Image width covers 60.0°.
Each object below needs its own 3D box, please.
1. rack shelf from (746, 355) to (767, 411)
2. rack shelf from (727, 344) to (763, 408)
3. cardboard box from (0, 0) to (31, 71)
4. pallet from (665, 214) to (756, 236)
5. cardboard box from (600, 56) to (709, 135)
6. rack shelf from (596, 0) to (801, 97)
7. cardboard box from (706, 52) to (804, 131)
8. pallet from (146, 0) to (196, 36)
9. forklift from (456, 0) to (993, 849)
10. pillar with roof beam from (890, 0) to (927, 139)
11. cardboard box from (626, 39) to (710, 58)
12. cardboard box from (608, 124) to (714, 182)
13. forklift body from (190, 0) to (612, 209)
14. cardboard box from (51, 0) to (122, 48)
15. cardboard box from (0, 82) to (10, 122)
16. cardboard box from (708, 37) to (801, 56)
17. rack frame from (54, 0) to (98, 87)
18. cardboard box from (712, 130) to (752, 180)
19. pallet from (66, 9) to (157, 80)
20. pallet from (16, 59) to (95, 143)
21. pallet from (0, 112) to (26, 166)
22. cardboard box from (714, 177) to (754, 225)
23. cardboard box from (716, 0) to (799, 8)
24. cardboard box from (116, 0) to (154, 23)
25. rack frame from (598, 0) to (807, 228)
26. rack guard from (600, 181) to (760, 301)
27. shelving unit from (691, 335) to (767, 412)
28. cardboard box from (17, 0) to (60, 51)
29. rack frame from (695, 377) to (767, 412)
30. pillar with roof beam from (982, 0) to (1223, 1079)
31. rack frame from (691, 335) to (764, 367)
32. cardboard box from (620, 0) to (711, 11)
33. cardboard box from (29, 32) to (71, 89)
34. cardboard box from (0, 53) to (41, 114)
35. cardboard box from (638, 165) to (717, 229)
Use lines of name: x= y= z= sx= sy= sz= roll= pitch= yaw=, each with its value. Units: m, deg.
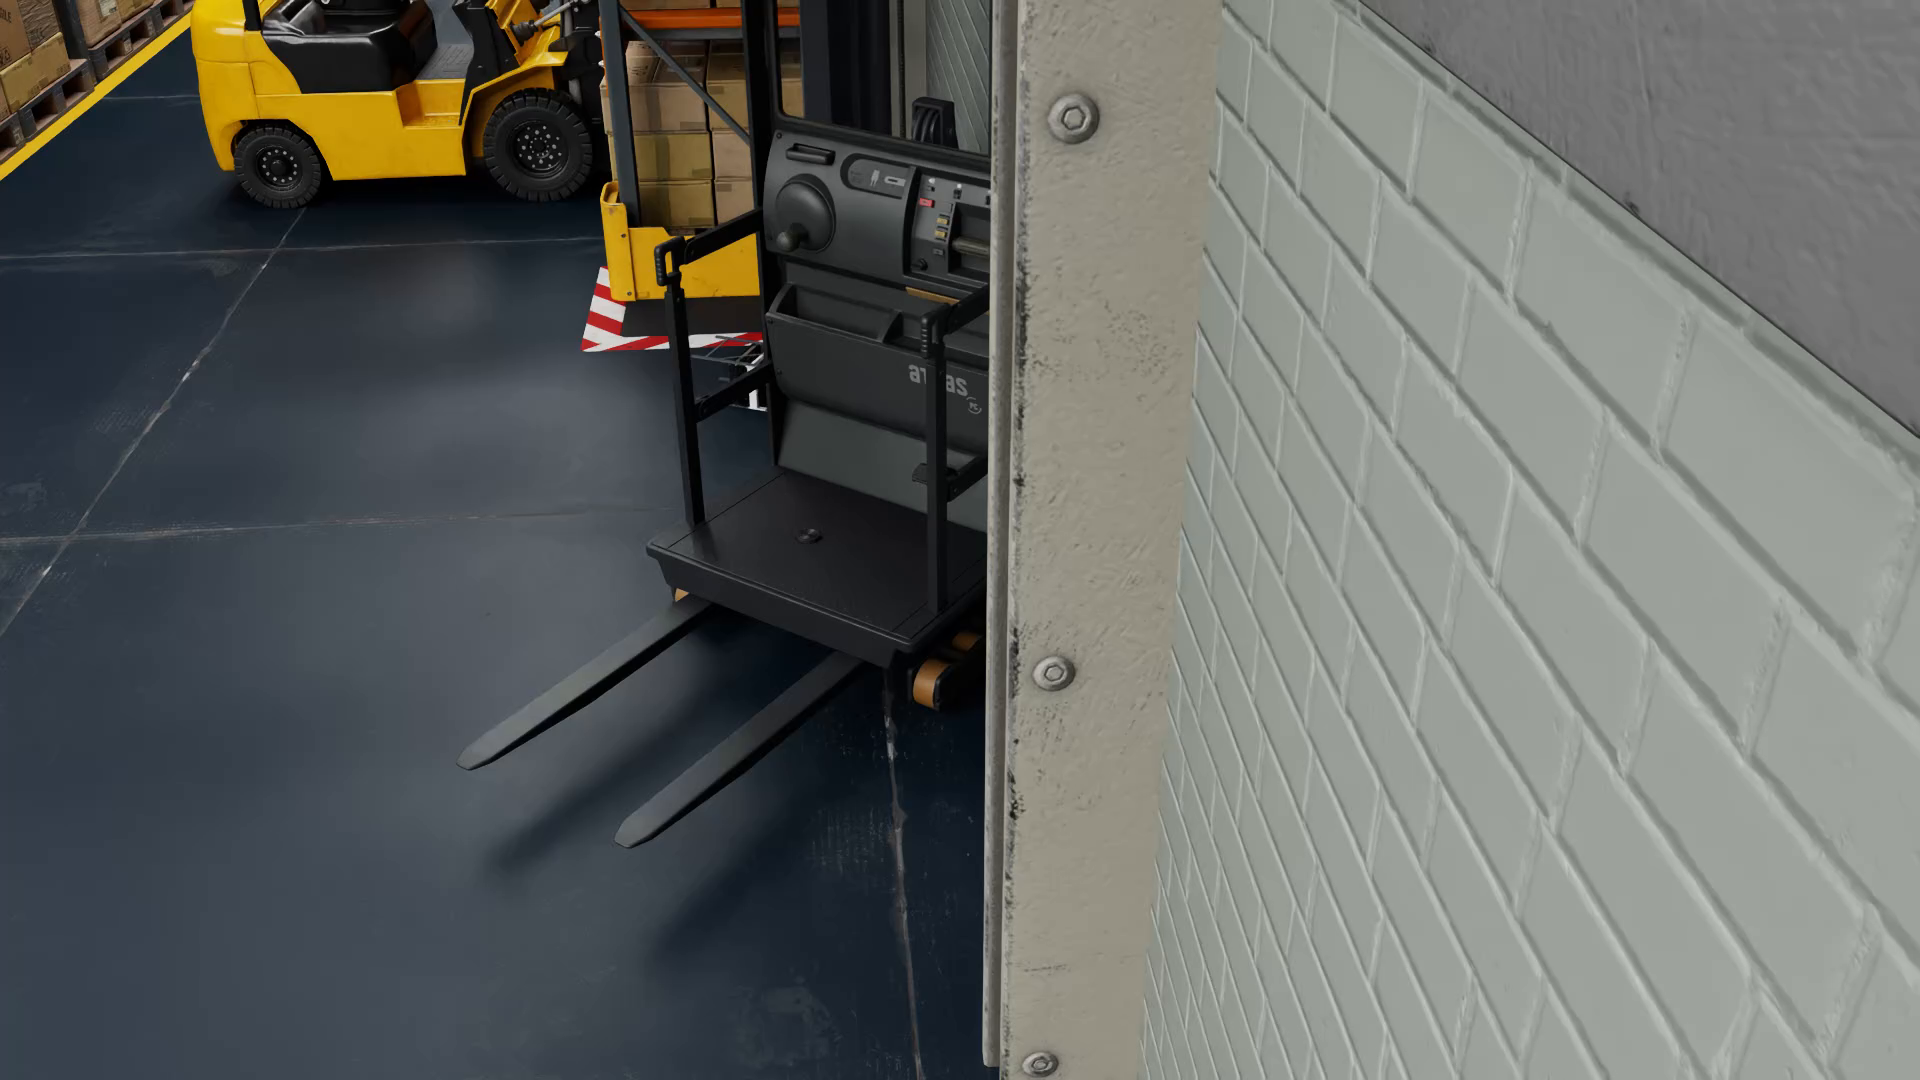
rack shelf: x=-0.834 y=-0.708 z=7.225 sx=0.077 sy=0.200 sz=0.258 roll=10 pitch=32 yaw=18
rack shelf: x=-0.919 y=-0.723 z=7.253 sx=0.077 sy=0.200 sz=0.258 roll=10 pitch=32 yaw=18
cardboard box: x=-6.109 y=-3.170 z=10.172 sx=0.500 sy=0.500 sz=0.500 roll=-2 pitch=31 yaw=-4
pallet: x=-1.279 y=-1.786 z=9.034 sx=1.003 sy=0.211 sz=1.213 roll=-3 pitch=31 yaw=-5
cardboard box: x=-1.519 y=-2.244 z=8.378 sx=0.500 sy=0.250 sz=0.500 roll=-2 pitch=31 yaw=-3
rack shelf: x=-1.352 y=-3.307 z=9.562 sx=1.077 sy=0.370 sz=4.000 roll=-3 pitch=31 yaw=-5
cardboard box: x=-1.022 y=-2.278 z=8.435 sx=0.500 sy=0.250 sz=0.500 roll=-3 pitch=31 yaw=-5
pallet: x=-6.672 y=-4.221 z=13.112 sx=1.003 sy=0.211 sz=1.213 roll=-3 pitch=31 yaw=-5
forklift: x=-0.340 y=-0.989 z=5.048 sx=1.130 sy=2.935 sz=3.031 roll=18 pitch=35 yaw=28
pillar with roof beam: x=-4.619 y=-5.362 z=6.452 sx=9.100 sy=9.000 sz=0.400 roll=-3 pitch=31 yaw=-5
cardboard box: x=-1.573 y=-2.504 z=8.814 sx=0.500 sy=0.250 sz=0.500 roll=-2 pitch=31 yaw=-4
cardboard box: x=-1.522 y=-2.042 z=8.528 sx=0.500 sy=0.250 sz=0.500 roll=-3 pitch=31 yaw=-5
forklift body: x=-3.159 y=-3.111 z=9.360 sx=2.313 sy=2.155 sz=1.214 roll=-3 pitch=31 yaw=-5
cardboard box: x=-6.532 y=-3.717 z=11.700 sx=0.950 sy=0.372 sz=0.625 roll=-2 pitch=31 yaw=-4
cardboard box: x=-6.055 y=-2.576 z=9.910 sx=0.500 sy=0.250 sz=0.500 roll=-2 pitch=31 yaw=-4
cardboard box: x=-1.072 y=-2.533 z=8.862 sx=0.500 sy=0.250 sz=0.500 roll=-3 pitch=31 yaw=-5
rack frame: x=-6.481 y=-4.397 z=10.686 sx=1.000 sy=3.000 sz=0.127 roll=-3 pitch=31 yaw=-5
cardboard box: x=-1.003 y=-2.059 z=8.556 sx=0.500 sy=0.250 sz=0.500 roll=-2 pitch=31 yaw=-4
pallet: x=-6.555 y=-3.597 z=12.066 sx=1.003 sy=0.211 sz=1.213 roll=-3 pitch=31 yaw=-5
pallet: x=-6.383 y=-2.859 z=10.830 sx=1.003 sy=0.211 sz=1.213 roll=-3 pitch=31 yaw=-5
pallet: x=-6.266 y=-2.234 z=9.785 sx=1.003 sy=0.211 sz=1.213 roll=-3 pitch=31 yaw=-5
cardboard box: x=-1.017 y=-1.854 z=8.701 sx=0.500 sy=0.250 sz=0.500 roll=-3 pitch=31 yaw=-4
cardboard box: x=-0.935 y=-2.904 z=8.088 sx=0.500 sy=0.500 sz=0.500 roll=-2 pitch=31 yaw=-3
cardboard box: x=-6.603 y=-4.084 z=12.314 sx=0.950 sy=0.372 sz=0.625 roll=-1 pitch=31 yaw=-1
rack frame: x=-1.165 y=-2.594 z=7.668 sx=1.000 sy=3.000 sz=0.127 roll=-3 pitch=31 yaw=-5
rack guard: x=-1.163 y=-1.509 z=8.289 sx=1.175 sy=0.500 sz=0.348 roll=-3 pitch=31 yaw=-5
shelving unit: x=-0.697 y=-0.683 z=7.181 sx=0.900 sy=0.210 sz=0.258 roll=10 pitch=32 yaw=18
cardboard box: x=-6.158 y=-3.429 z=10.607 sx=0.500 sy=0.500 sz=0.500 roll=-3 pitch=31 yaw=-5
rack frame: x=-0.696 y=-0.595 z=7.232 sx=0.900 sy=0.006 sz=0.240 roll=10 pitch=32 yaw=18
pillar with roof beam: x=-4.059 y=-2.299 z=1.323 sx=9.100 sy=9.000 sz=0.400 roll=-3 pitch=31 yaw=-5
rack frame: x=-0.698 y=-0.770 z=7.129 sx=0.900 sy=0.006 sz=0.240 roll=10 pitch=32 yaw=18
cardboard box: x=-1.473 y=-2.876 z=8.042 sx=0.500 sy=0.500 sz=0.500 roll=-3 pitch=31 yaw=-6
cardboard box: x=-6.158 y=-3.108 z=10.800 sx=0.500 sy=0.250 sz=0.500 roll=-1 pitch=31 yaw=-2
cardboard box: x=-6.098 y=-2.836 z=10.345 sx=0.500 sy=0.250 sz=0.500 roll=-4 pitch=31 yaw=-6
cardboard box: x=-1.524 y=-1.819 z=8.642 sx=0.500 sy=0.250 sz=0.500 roll=-3 pitch=31 yaw=-4
